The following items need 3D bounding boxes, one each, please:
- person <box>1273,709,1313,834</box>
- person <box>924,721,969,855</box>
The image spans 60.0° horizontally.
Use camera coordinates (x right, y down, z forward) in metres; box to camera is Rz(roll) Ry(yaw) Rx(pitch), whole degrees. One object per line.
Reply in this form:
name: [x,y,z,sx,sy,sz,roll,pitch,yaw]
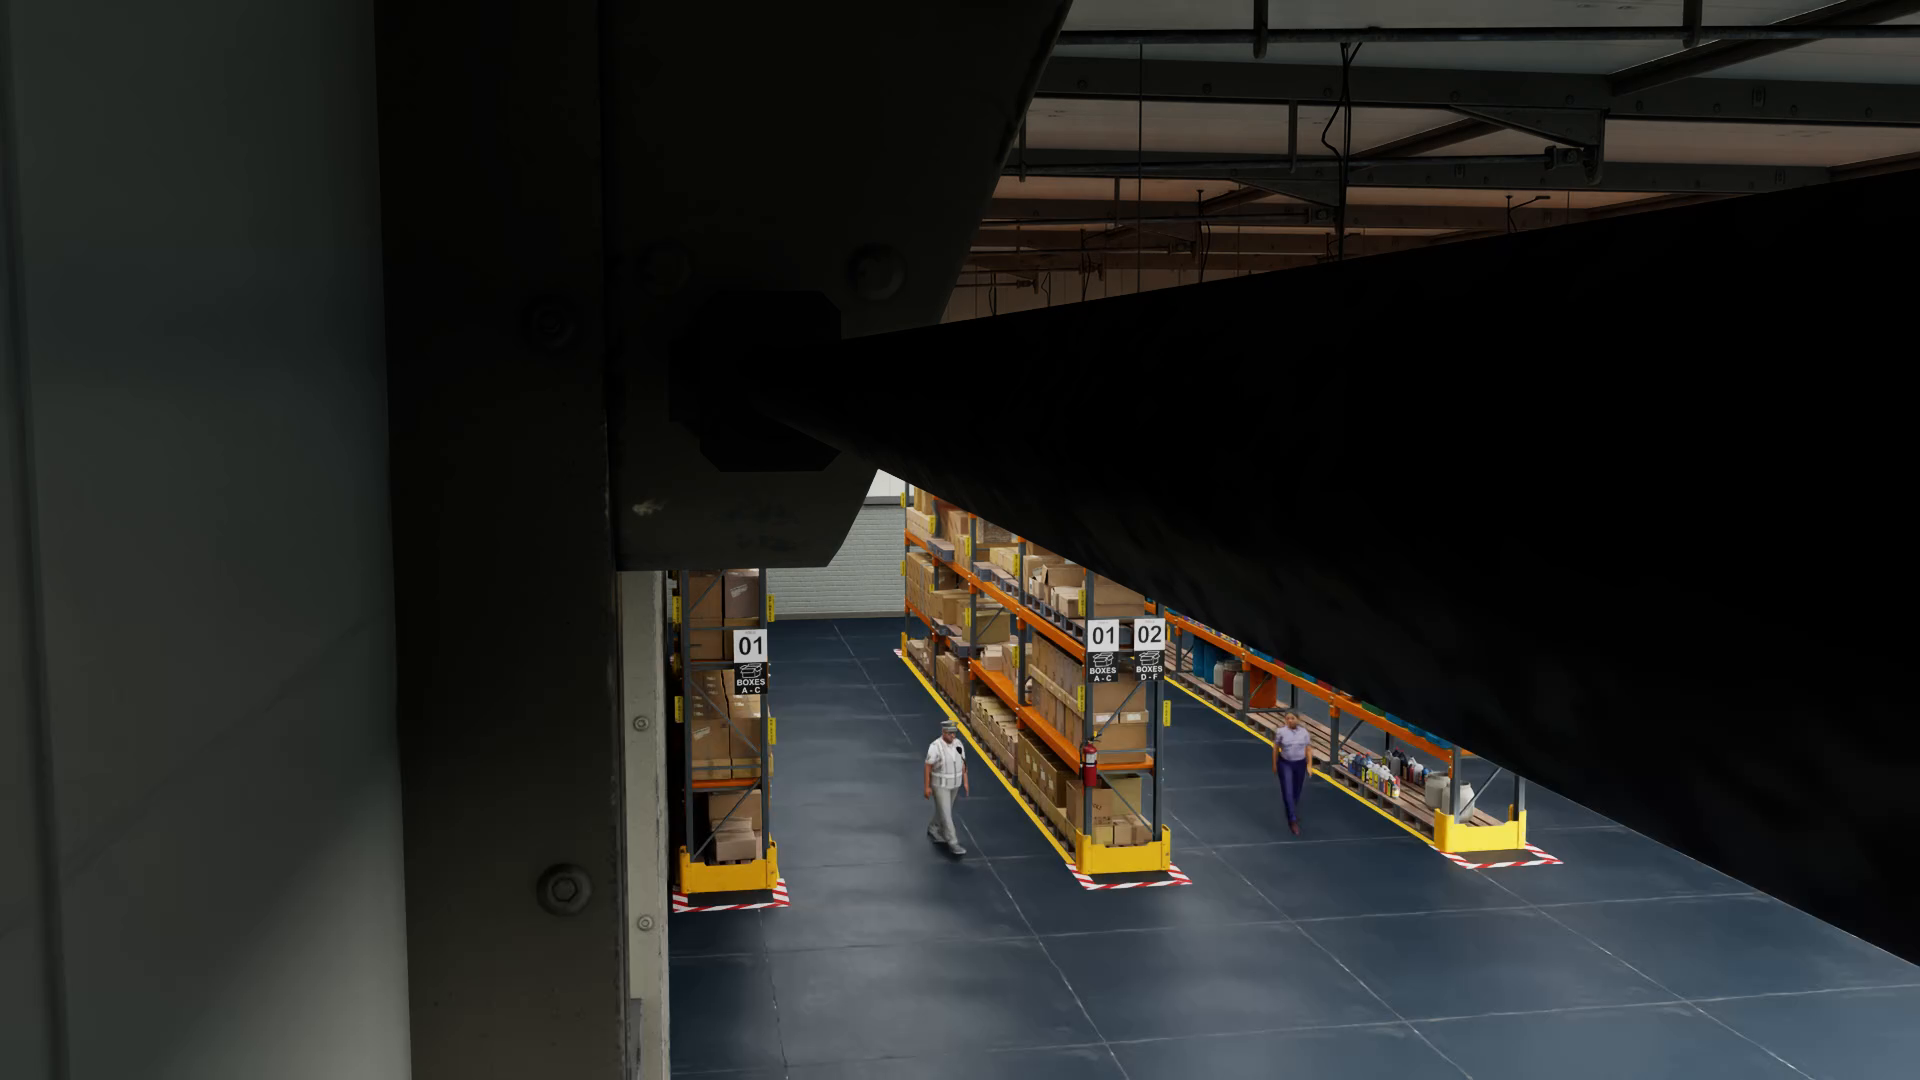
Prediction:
person: [4.604,3.141,22.850,0.501,1.605,0.896,-1,6,-5]
person: [-0.136,3.202,21.789,0.557,1.695,1.062,-5,8,-43]
